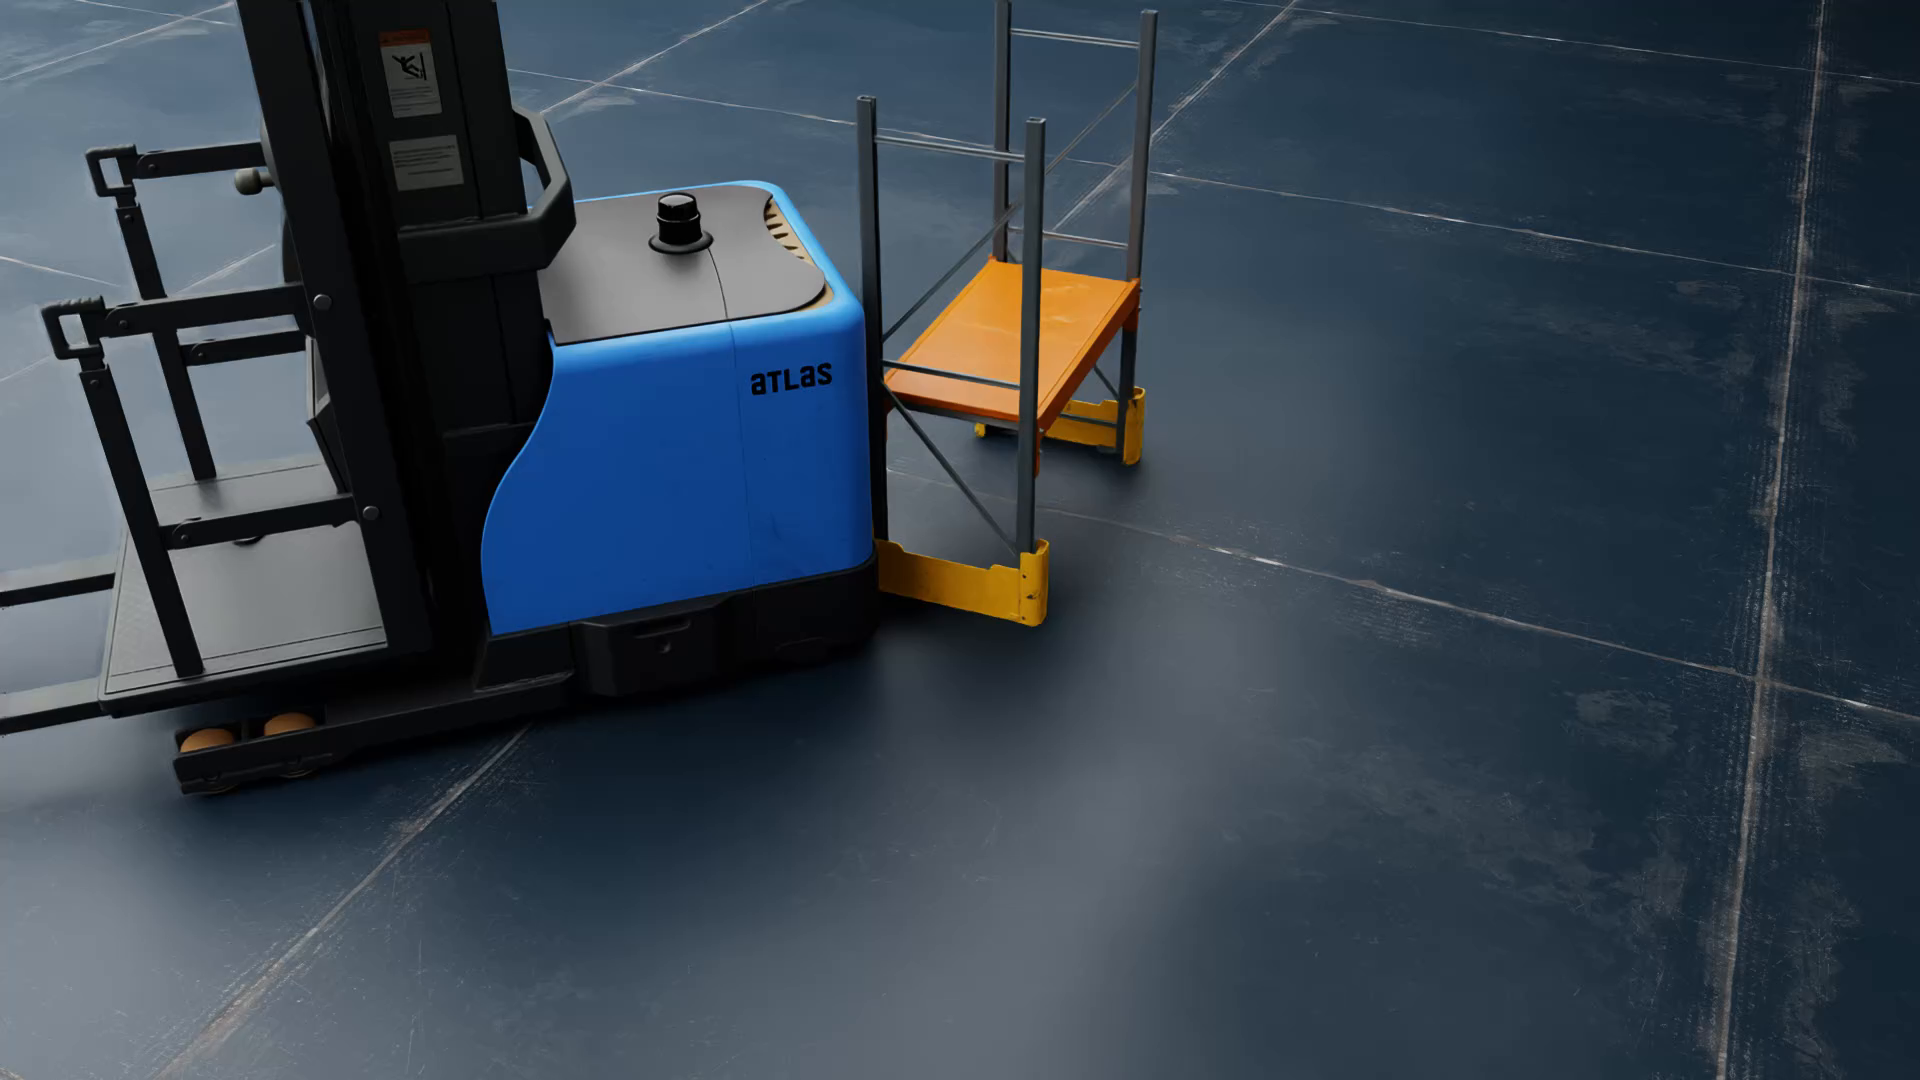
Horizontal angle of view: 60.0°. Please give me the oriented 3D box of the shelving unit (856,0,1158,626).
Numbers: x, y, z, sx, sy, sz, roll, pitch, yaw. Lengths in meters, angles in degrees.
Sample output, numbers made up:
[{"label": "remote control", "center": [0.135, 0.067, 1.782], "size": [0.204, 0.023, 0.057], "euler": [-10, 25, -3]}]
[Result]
[{"label": "shelving unit", "center": [0.155, -0.706, 4.959], "size": [0.587, 1.500, 1.083], "euler": [12, 35, 18]}]

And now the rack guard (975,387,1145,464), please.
[{"label": "rack guard", "center": [0.337, -0.438, 5.689], "size": [0.587, 0.250, 0.087], "euler": [12, 35, 18]}]

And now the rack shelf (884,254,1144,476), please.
[{"label": "rack shelf", "center": [0.159, -0.560, 5.065], "size": [0.538, 0.185, 1.000], "euler": [12, 35, 18]}]

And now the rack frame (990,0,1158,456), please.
[{"label": "rack frame", "center": [0.344, -0.970, 5.362], "size": [0.500, 1.500, 0.032], "euler": [12, 35, 18]}]

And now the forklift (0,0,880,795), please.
[{"label": "forklift", "center": [-1.803, -0.902, 3.953], "size": [3.031, 2.935, 1.130], "euler": [-11, 35, -16]}]

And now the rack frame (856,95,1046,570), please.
[{"label": "rack frame", "center": [-0.027, -0.451, 4.570], "size": [0.500, 1.500, 0.032], "euler": [12, 35, 18]}]

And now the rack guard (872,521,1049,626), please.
[{"label": "rack guard", "center": [-0.026, 0.071, 4.914], "size": [0.587, 0.250, 0.087], "euler": [12, 35, 18]}]
